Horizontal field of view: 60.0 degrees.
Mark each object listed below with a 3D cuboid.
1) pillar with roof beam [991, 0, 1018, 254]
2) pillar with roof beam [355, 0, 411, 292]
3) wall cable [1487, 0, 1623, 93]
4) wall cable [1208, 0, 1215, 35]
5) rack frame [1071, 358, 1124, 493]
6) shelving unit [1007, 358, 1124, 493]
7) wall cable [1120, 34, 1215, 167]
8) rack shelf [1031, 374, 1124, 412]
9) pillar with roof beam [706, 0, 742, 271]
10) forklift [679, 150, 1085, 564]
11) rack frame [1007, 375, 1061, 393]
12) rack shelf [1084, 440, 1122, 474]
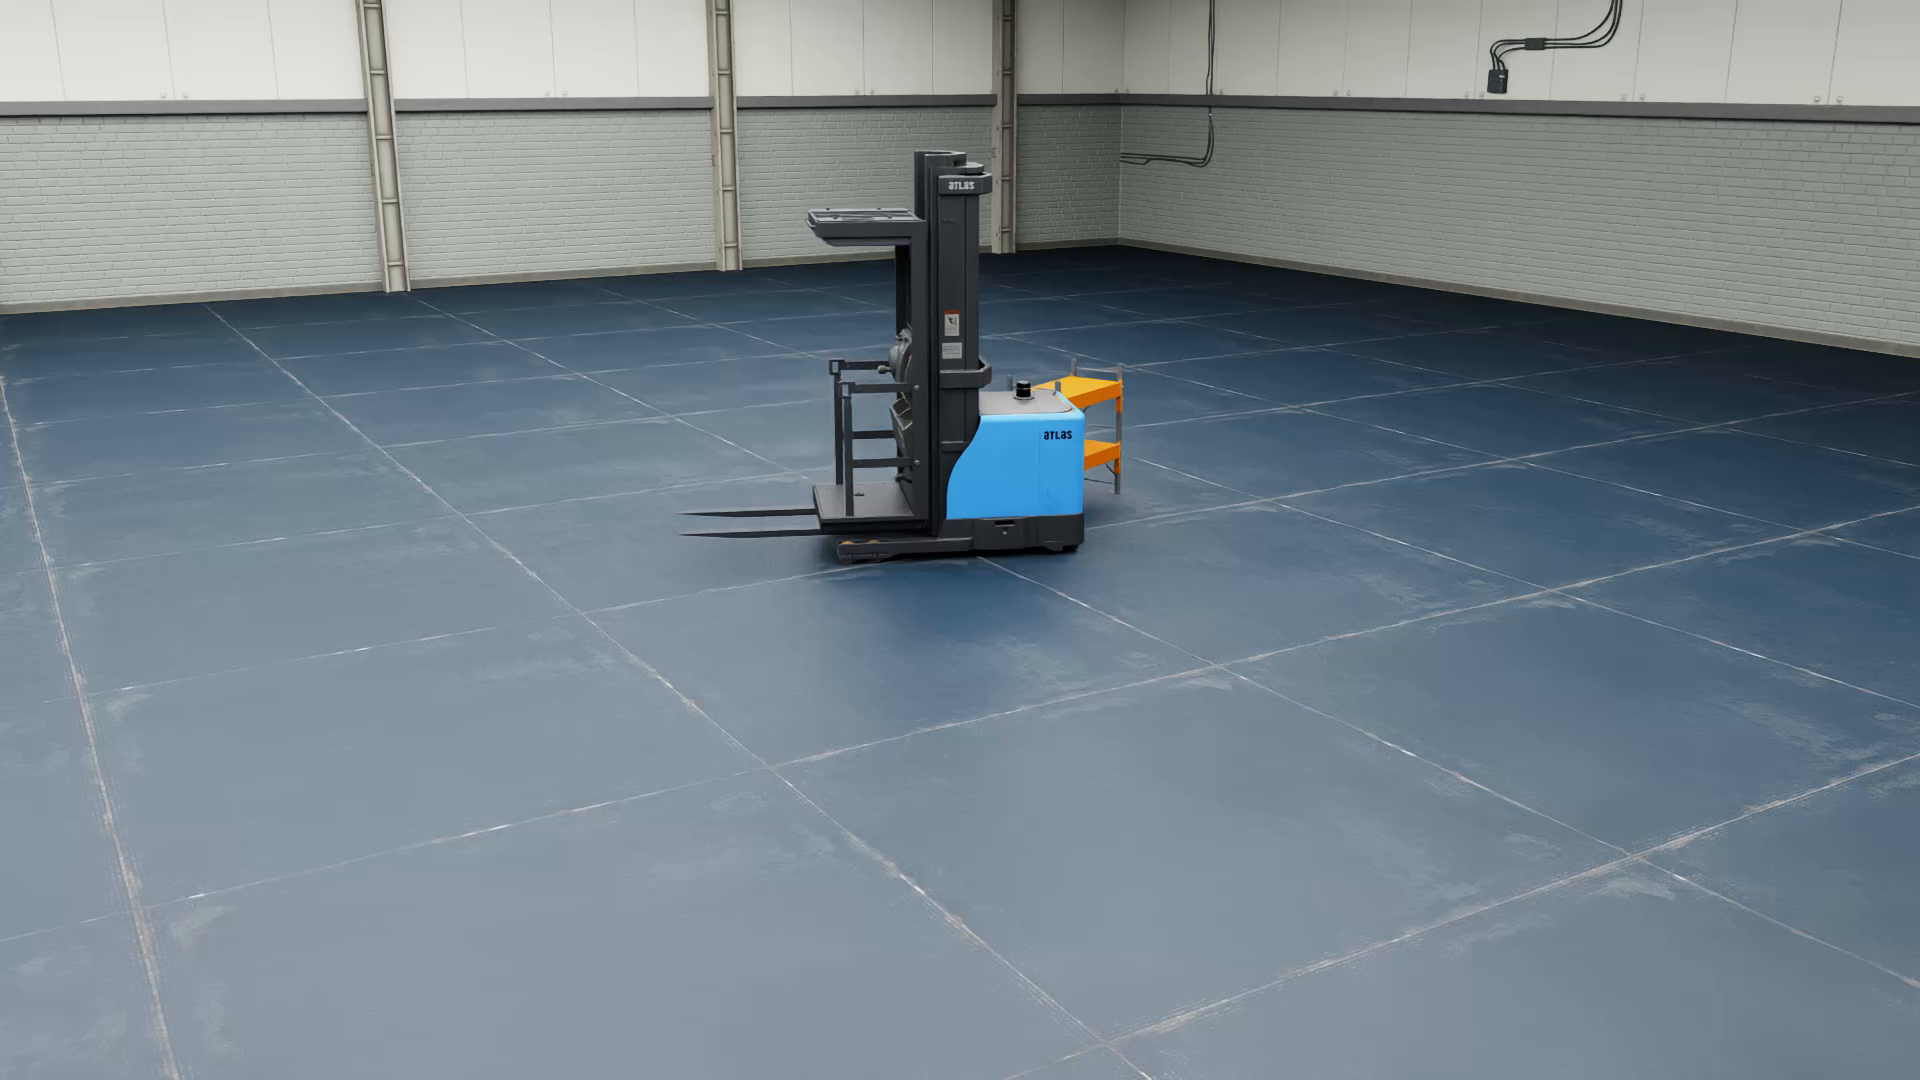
[{"bbox_3d":[3.095,-9.169,28.947,0.400,9.000,9.100,-9,18,-30],"label":"pillar with roof beam"},{"bbox_3d":[-7.191,-7.501,22.996,0.400,9.000,9.100,-9,18,-30],"label":"pillar with roof beam"},{"bbox_3d":[8.960,-9.707,24.567,0.169,6.003,2.305,-9,18,-30],"label":"wall cable"},{"bbox_3d":[5.478,-10.579,30.374,0.112,2.526,3.097,-9,18,-30],"label":"wall cable"},{"bbox_3d":[1.171,-0.984,14.338,0.500,1.125,0.032,11,19,33],"label":"rack frame"},{"bbox_3d":[0.882,-0.871,13.935,0.538,1.125,1.048,11,19,33],"label":"shelving unit"},{"bbox_3d":[4.084,-8.773,33.288,0.112,2.526,3.097,-9,18,-30],"label":"wall cable"},{"bbox_3d":[0.882,-1.153,13.856,0.538,0.278,1.000,11,19,33],"label":"rack shelf"},{"bbox_3d":[-2.048,-8.335,25.971,0.400,9.000,9.100,-9,18,-30],"label":"pillar with roof beam"},{"bbox_3d":[-0.619,-1.387,12.427,3.031,2.935,1.130,-2,16,-8],"label":"forklift"},{"bbox_3d":[0.594,-0.759,13.532,0.500,1.125,0.032,11,19,33],"label":"rack frame"},{"bbox_3d":[0.882,-0.636,14.001,0.538,0.278,1.000,11,19,33],"label":"rack shelf"}]
